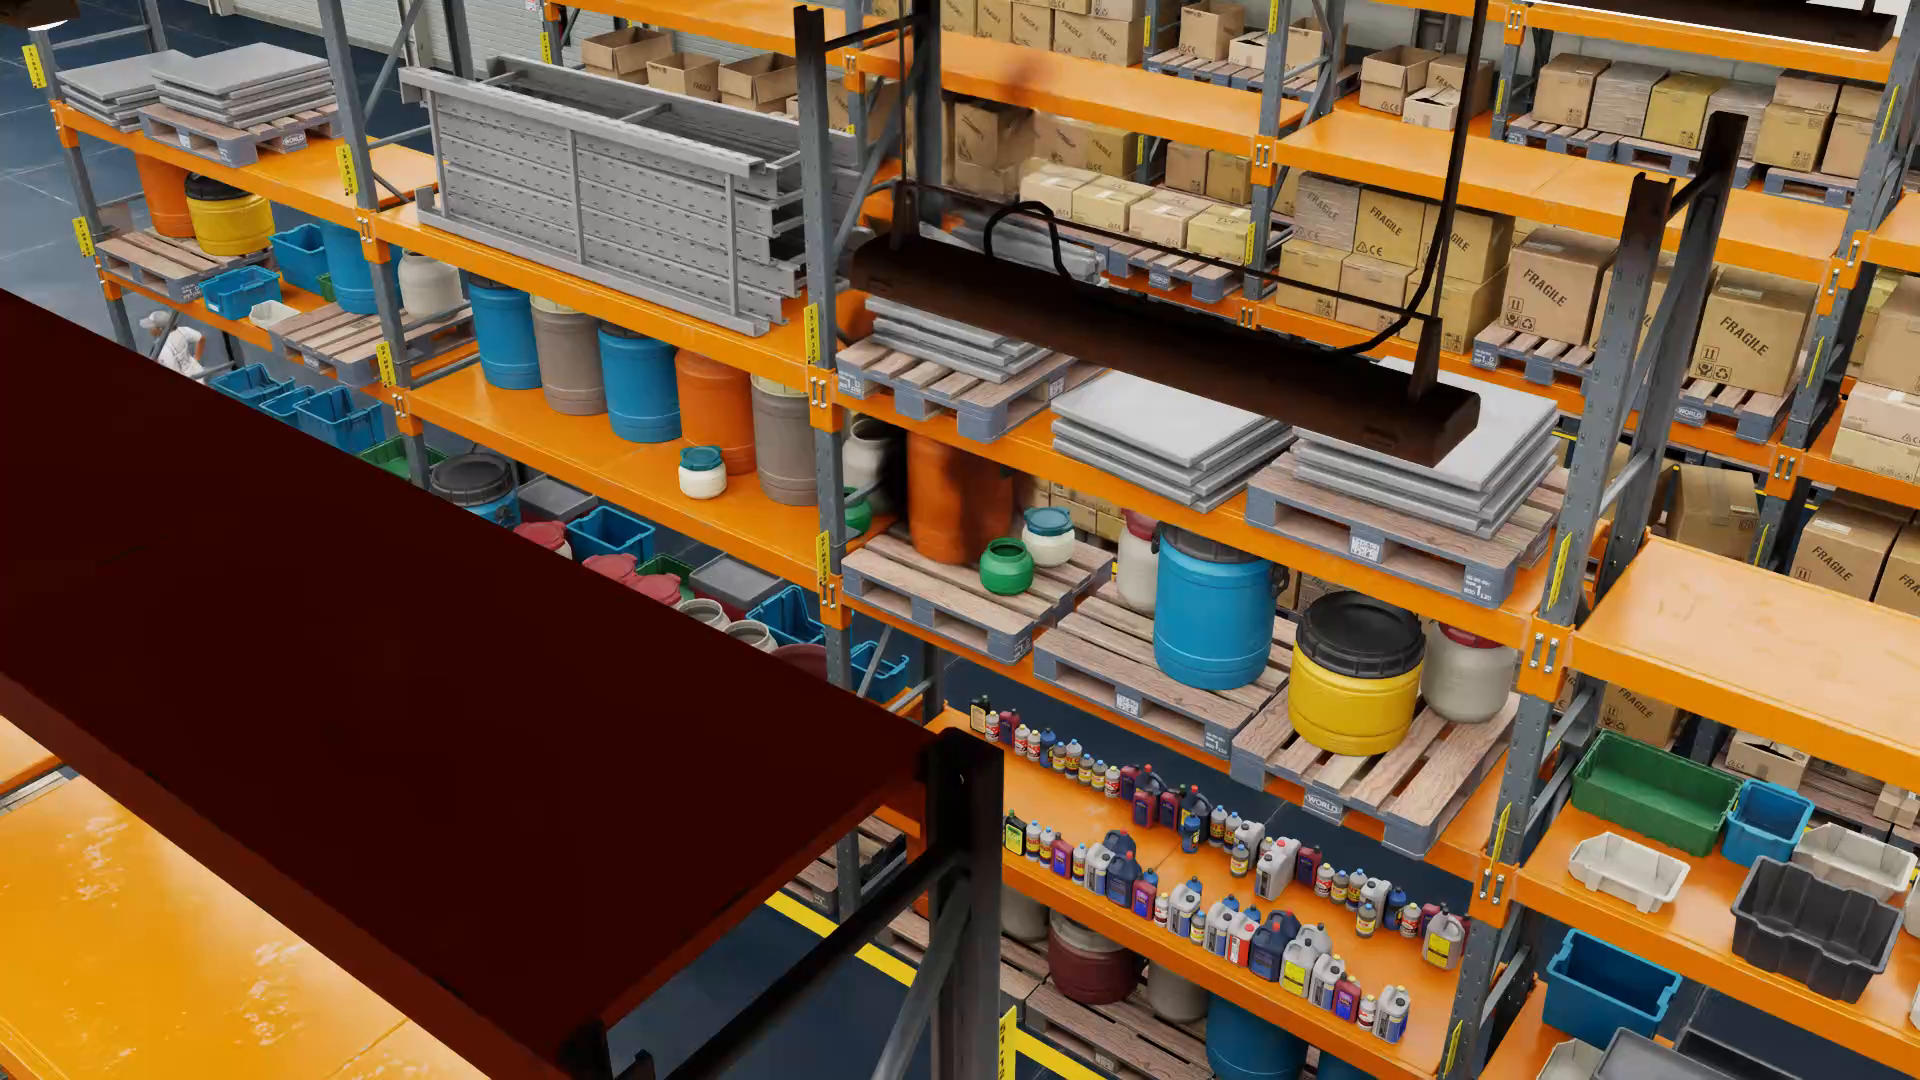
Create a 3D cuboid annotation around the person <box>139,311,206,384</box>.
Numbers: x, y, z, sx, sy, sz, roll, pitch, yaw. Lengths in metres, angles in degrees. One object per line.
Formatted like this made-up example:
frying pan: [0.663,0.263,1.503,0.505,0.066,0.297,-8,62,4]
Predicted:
person: [-7.534,-1.482,16.129,0.889,1.650,0.634,-4,32,-6]
